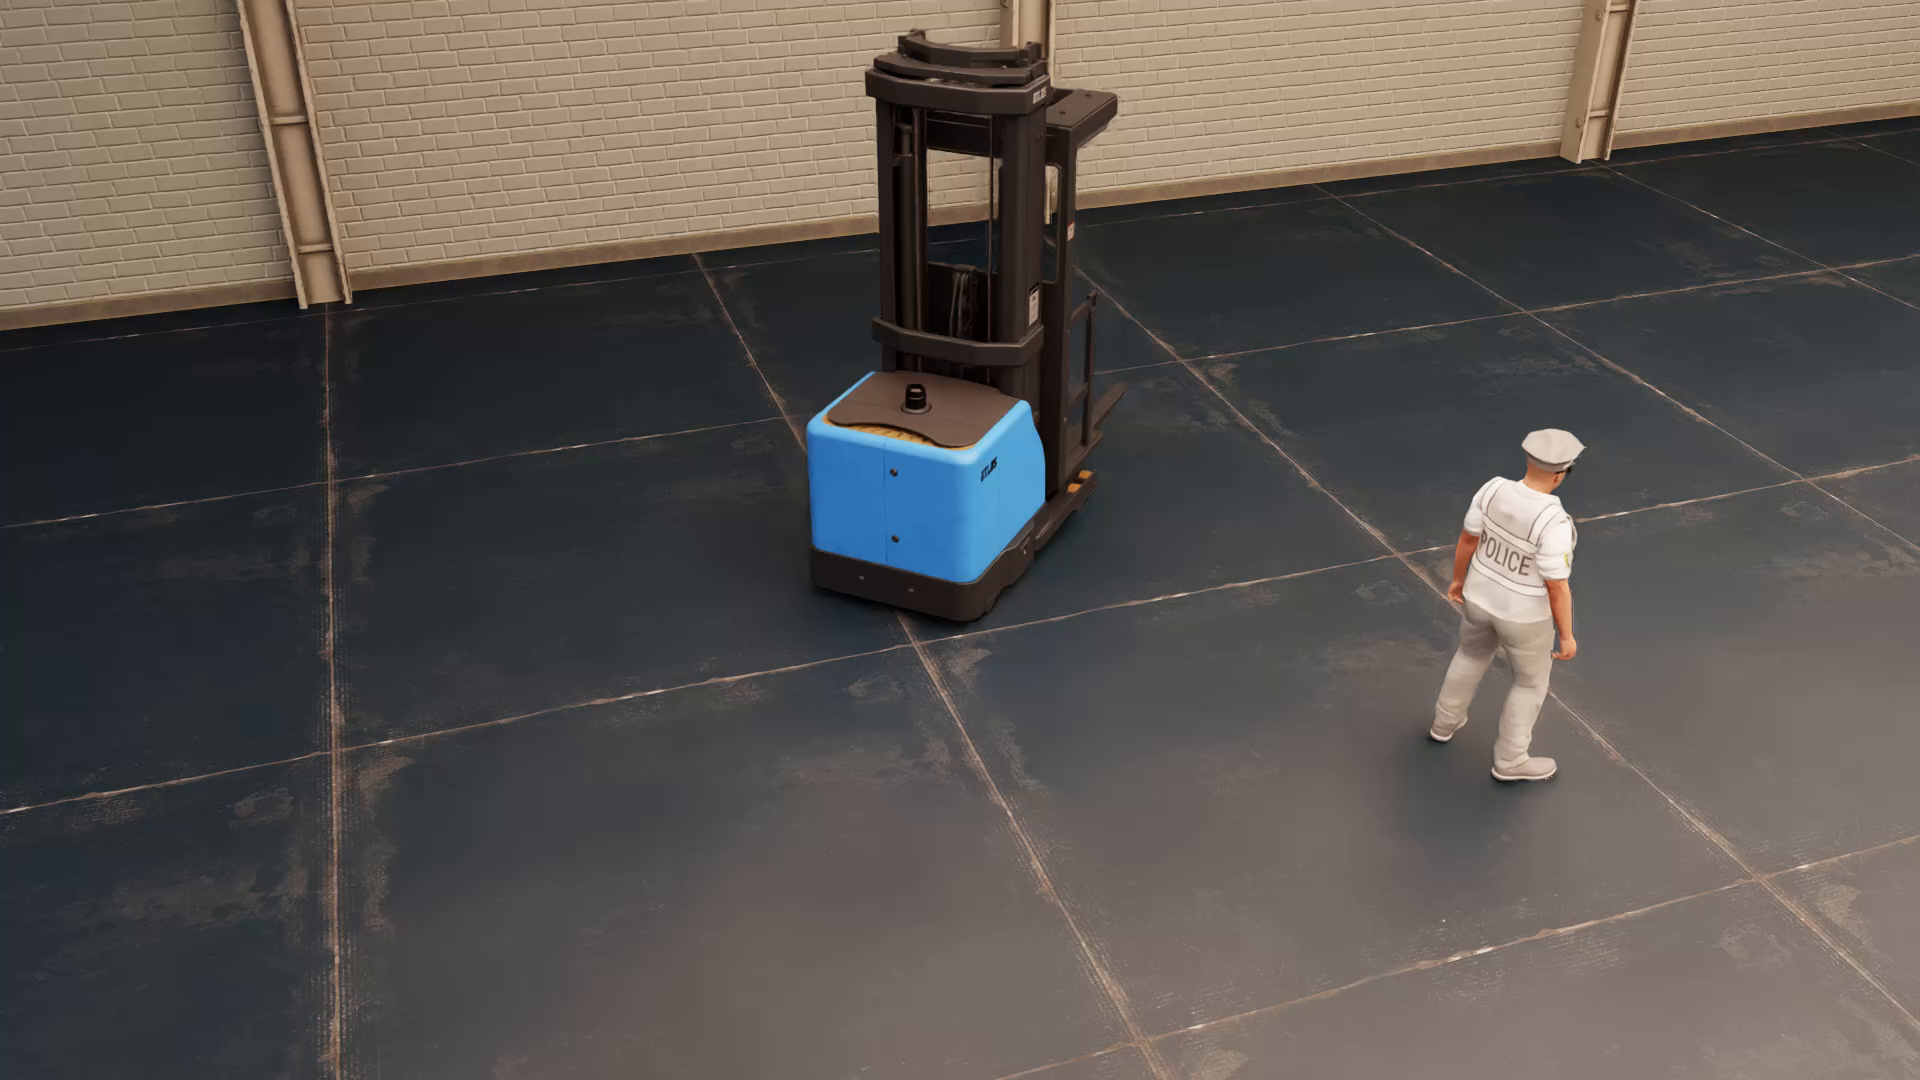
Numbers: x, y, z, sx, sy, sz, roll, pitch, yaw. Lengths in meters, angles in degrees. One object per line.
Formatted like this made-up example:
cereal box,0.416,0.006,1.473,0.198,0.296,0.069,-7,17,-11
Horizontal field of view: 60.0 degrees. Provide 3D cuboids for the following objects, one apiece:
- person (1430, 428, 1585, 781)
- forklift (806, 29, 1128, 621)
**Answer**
person,2.588,0.306,7.757,0.393,1.751,0.702,-19,35,-30
forklift,0.222,-1.539,9.762,1.130,2.935,3.031,13,32,21
